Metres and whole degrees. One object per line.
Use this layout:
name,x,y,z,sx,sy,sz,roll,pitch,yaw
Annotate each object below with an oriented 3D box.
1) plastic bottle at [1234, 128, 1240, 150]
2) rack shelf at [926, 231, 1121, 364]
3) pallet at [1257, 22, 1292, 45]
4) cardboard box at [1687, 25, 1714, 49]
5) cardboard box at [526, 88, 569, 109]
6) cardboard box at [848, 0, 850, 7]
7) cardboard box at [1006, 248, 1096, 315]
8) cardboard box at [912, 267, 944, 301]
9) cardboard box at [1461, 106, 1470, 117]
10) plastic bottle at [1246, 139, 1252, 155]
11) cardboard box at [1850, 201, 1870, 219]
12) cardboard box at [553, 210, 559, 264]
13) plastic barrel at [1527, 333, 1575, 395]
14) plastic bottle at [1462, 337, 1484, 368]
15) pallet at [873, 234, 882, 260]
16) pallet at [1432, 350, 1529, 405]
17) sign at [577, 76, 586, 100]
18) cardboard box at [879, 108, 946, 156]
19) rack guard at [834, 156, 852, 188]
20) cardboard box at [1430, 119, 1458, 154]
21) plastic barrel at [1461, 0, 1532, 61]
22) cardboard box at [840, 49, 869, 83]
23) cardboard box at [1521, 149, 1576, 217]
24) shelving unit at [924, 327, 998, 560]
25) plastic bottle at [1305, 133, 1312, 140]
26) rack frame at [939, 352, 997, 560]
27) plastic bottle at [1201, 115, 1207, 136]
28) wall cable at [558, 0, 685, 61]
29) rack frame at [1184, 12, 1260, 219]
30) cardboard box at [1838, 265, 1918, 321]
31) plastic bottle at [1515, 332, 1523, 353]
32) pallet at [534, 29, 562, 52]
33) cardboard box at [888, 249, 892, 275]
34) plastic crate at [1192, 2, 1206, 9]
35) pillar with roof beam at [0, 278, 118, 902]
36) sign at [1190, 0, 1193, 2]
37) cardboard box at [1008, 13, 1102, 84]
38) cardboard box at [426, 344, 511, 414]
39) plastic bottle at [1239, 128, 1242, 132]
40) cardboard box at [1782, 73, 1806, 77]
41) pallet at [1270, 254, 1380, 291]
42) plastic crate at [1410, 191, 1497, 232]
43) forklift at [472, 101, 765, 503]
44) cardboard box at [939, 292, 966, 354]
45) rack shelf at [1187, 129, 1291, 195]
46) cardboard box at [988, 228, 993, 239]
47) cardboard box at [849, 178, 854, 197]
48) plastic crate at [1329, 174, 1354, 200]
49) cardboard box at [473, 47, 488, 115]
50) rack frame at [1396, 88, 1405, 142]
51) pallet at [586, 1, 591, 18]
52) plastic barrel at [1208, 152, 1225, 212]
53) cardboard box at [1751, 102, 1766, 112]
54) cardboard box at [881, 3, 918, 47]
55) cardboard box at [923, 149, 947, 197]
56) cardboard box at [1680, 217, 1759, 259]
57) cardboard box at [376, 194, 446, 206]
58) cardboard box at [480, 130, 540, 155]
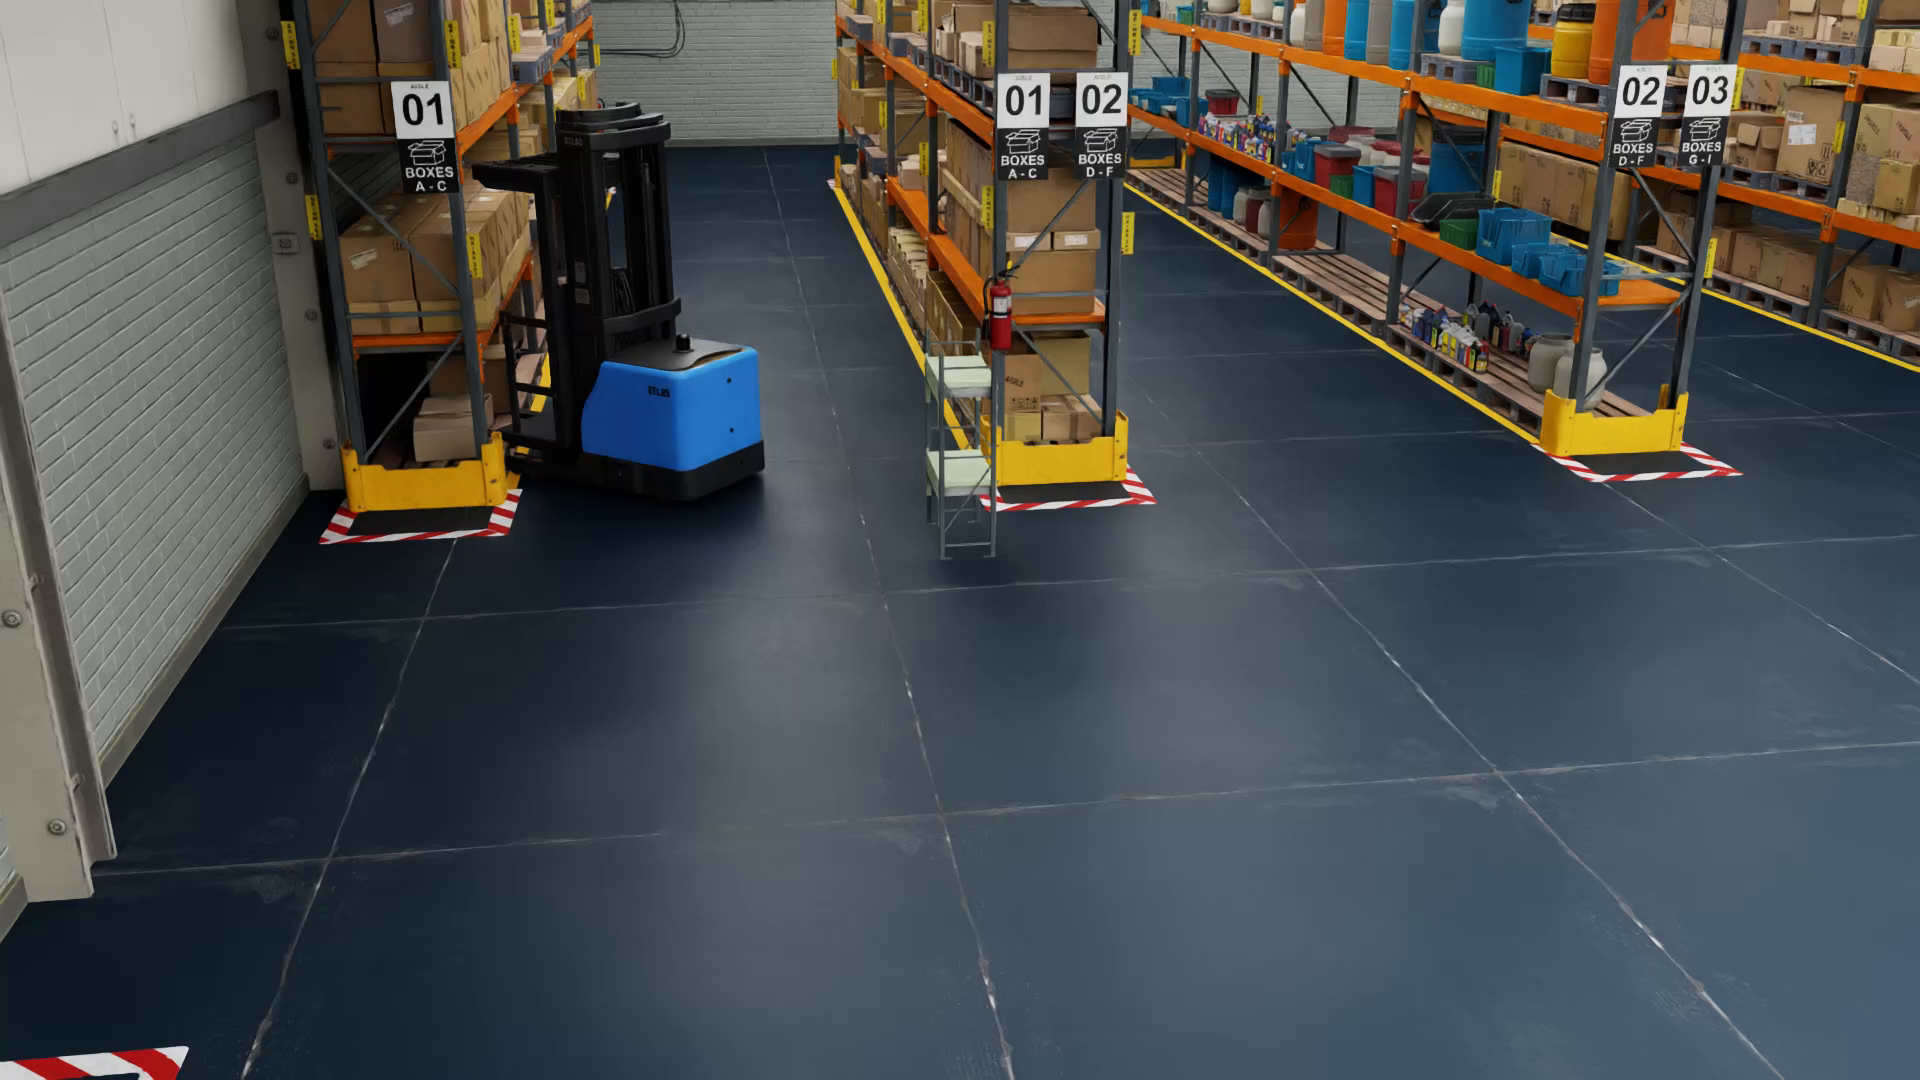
plastic bottle,3.815,-5.517,22.867,0.061,0.283,0.133,-3,21,-8
rack shelf,0.469,-2.284,15.073,1.077,0.370,4.000,-3,21,-8
pallet,4.493,-6.534,21.406,1.003,0.211,1.213,-3,21,-8
cardboard box,9.297,-6.179,20.399,0.500,0.250,0.500,-2,21,-6
cardboard box,-5.341,-5.700,21.522,0.500,0.250,0.500,-3,21,-9
cardboard box,-1.380,-7.981,24.510,0.500,0.250,0.500,-3,21,-8
cardboard box,0.703,-2.138,13.511,0.700,0.500,0.500,-3,21,-8
cardboard box,-0.242,-2.791,17.929,0.500,0.311,0.500,-2,21,-6
cardboard box,8.314,-6.910,26.788,0.380,0.149,0.250,-3,21,-7
plastic bottle,3.910,-5.296,22.392,0.097,0.201,0.097,0,20,0
cardboard box,9.741,-3.518,17.706,0.380,0.149,0.250,-3,21,-8
cardboard box,-5.273,-3.899,20.839,0.750,0.750,0.750,-3,21,-8
plastic barrel,5.417,-1.606,15.185,0.421,0.512,0.421,0,20,0
plastic bottle,4.952,-1.810,16.039,0.152,0.276,0.135,-3,21,-7
pallet,-0.638,-4.074,22.823,1.003,0.211,1.213,-3,21,-8
pallet,5.318,-1.598,16.193,1.003,0.211,1.213,-3,21,-8
sign,-5.338,-6.369,23.439,0.100,0.325,0.005,-3,21,-8
cardboard box,-0.598,-5.155,20.987,0.700,0.500,0.500,-10,23,-26
rack guard,-1.538,-6.271,28.293,1.175,0.500,0.348,-3,21,-8
cardboard box,8.557,-6.636,28.132,0.875,0.875,0.875,-3,21,-8
plastic barrel,5.121,-5.049,15.844,0.600,0.901,0.708,-3,21,-8
cardboard box,-1.663,-7.636,26.803,0.500,0.500,0.500,-3,21,-7
cardboard box,9.073,-5.254,24.431,1.225,0.875,0.875,-4,21,-10
shelving unit,0.001,-0.700,11.948,0.431,1.500,0.755,-3,21,-8
plastic bottle,4.690,-5.348,22.413,0.061,0.283,0.133,-3,21,-8
rack frame,0.054,-0.574,11.608,0.400,1.500,0.023,-3,21,-8
plastic bottle,3.580,-6.083,24.382,0.061,0.283,0.133,-3,21,-8
wall cable,-6.912,-10.550,32.038,3.097,2.526,0.112,-3,21,-8
rack frame,3.930,-6.332,24.883,1.000,3.000,0.127,-3,21,-8
cardboard box,10.002,-2.697,18.124,0.500,0.500,0.500,-4,21,-9
plastic bottle,5.599,-1.975,16.587,0.097,0.201,0.097,0,20,0
pallet,-5.442,-5.985,19.935,1.213,0.211,1.003,-2,21,-5
cardboard box,-0.611,-3.411,20.392,0.500,0.250,0.500,-3,21,-8
plastic crate,3.778,-8.696,27.228,0.450,0.188,0.336,-3,21,-8
pillar with roof beam,0.024,-2.827,6.923,9.100,9.000,0.400,-3,21,-8
sign,3.895,-9.107,28.174,0.100,0.325,0.005,-3,21,-8
cardboard box,0.679,-3.844,12.986,0.797,0.503,0.637,-1,21,-4
cardboard box,-4.293,-1.411,14.650,0.700,0.500,0.500,-4,21,-11
plastic bottle,3.876,-5.520,22.876,0.061,0.283,0.133,-3,21,-8
cardboard box,13.419,-7.601,26.283,0.500,0.500,0.500,-4,21,-10
pallet,4.580,-3.371,20.940,1.003,0.211,1.213,-3,21,-8
plastic crate,5.033,-3.346,16.975,0.767,0.338,0.504,-3,21,-8
forklift,-3.127,-2.018,13.431,3.031,2.935,1.130,12,23,28
cardboard box,0.082,-2.051,15.679,0.500,0.500,0.500,-3,21,-8
rack shelf,4.218,-5.303,23.155,1.077,0.370,4.000,-3,21,-8
cardboard box,0.438,-2.581,13.771,0.380,0.149,0.250,-3,21,-9
cardboard box,-1.443,-5.473,25.796,0.500,0.311,0.500,-3,21,-8
plastic crate,4.553,-4.052,19.080,0.450,0.188,0.662,-3,21,-8
cardboard box,-4.066,-3.635,13.203,0.500,0.500,0.500,-2,21,-5
rack frame,8.255,-7.967,29.260,1.000,3.000,0.127,-3,21,-8
pallet,-6.333,-8.325,26.058,1.003,0.211,1.213,-3,21,-8
plastic barrel,3.992,-5.357,24.670,0.600,0.901,0.708,-3,21,-8
cardboard box,13.275,-7.129,27.375,0.380,0.149,0.250,-4,21,-10
cardboard box,-0.492,-6.300,20.367,0.910,0.500,0.500,-3,21,-8
cardboard box,-0.138,-4.165,18.939,0.500,0.500,0.500,-4,21,-11
cardboard box,9.617,-3.810,21.073,0.700,0.500,0.500,-5,21,-12
cardboard box,-4.636,-2.649,14.134,0.500,0.500,0.500,-3,21,-7
cardboard box,-5.112,-4.346,18.794,0.700,0.500,0.500,-5,21,-13
